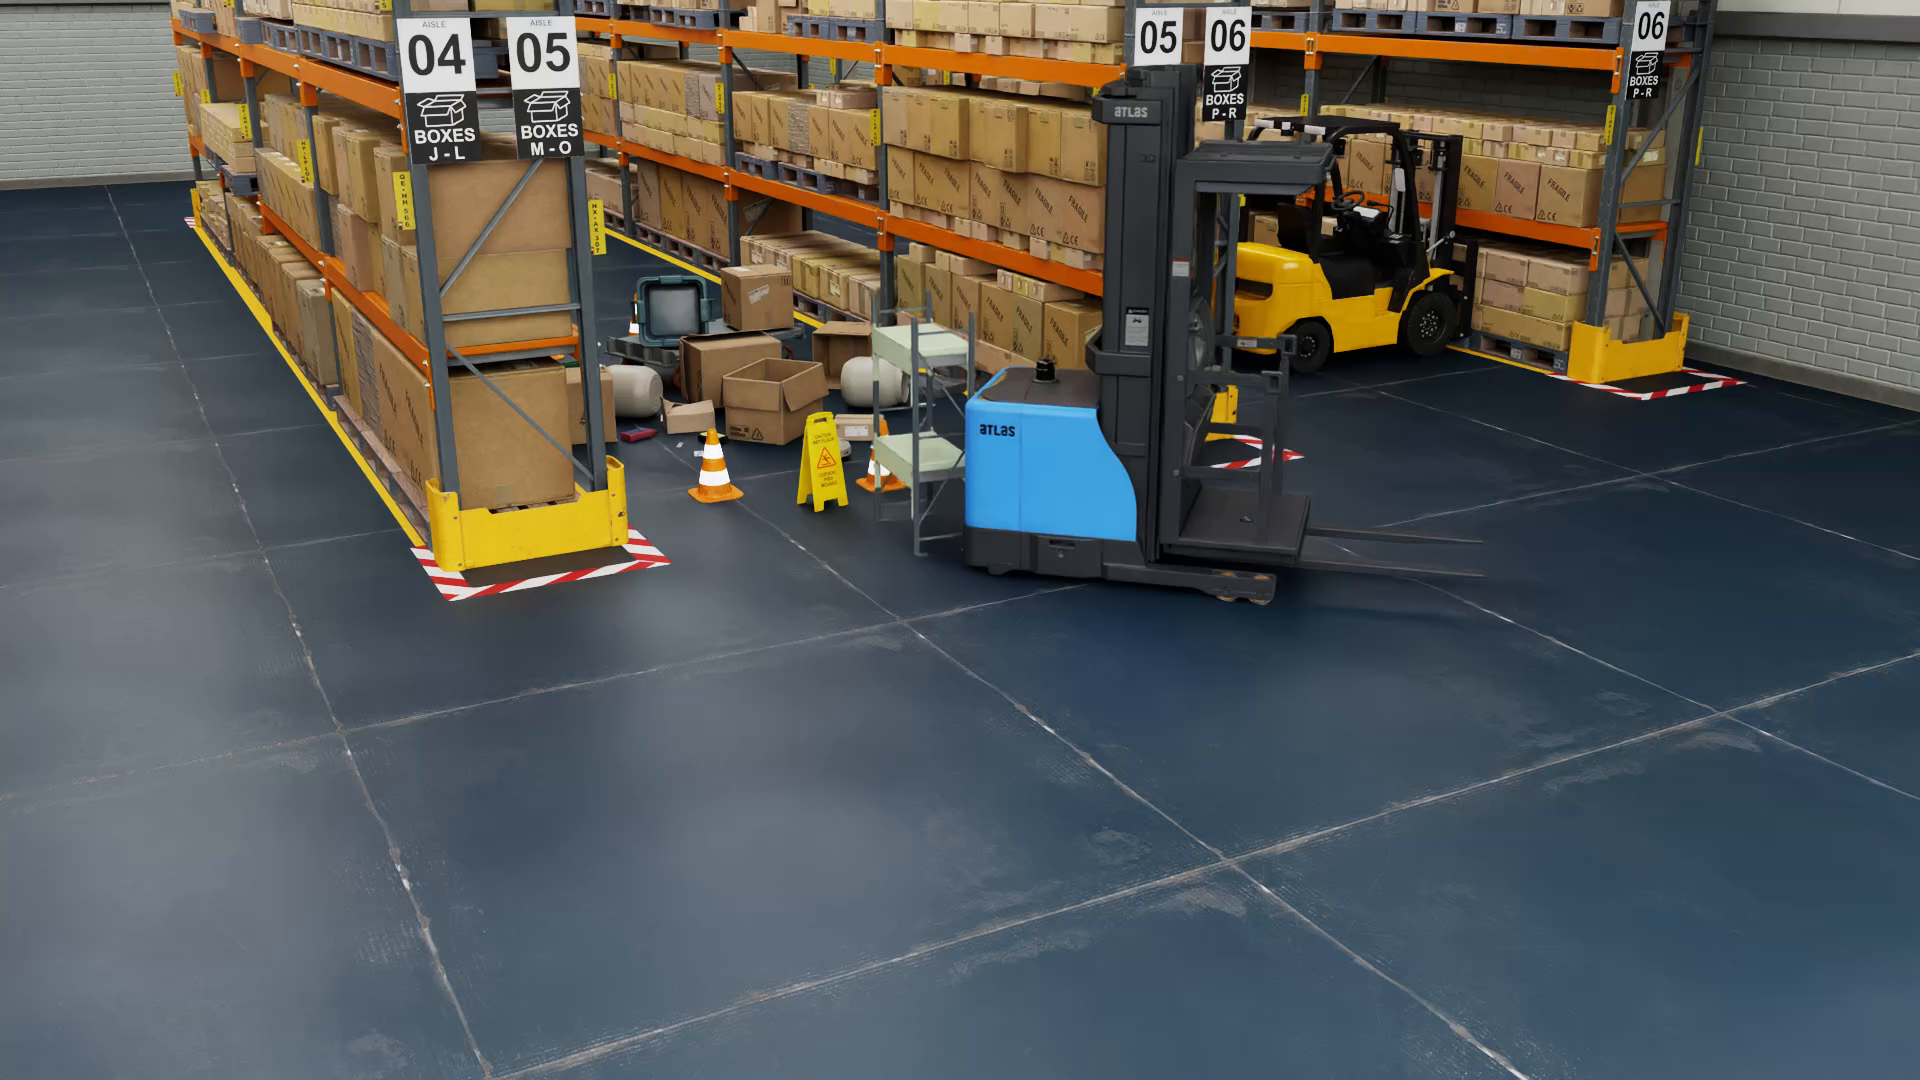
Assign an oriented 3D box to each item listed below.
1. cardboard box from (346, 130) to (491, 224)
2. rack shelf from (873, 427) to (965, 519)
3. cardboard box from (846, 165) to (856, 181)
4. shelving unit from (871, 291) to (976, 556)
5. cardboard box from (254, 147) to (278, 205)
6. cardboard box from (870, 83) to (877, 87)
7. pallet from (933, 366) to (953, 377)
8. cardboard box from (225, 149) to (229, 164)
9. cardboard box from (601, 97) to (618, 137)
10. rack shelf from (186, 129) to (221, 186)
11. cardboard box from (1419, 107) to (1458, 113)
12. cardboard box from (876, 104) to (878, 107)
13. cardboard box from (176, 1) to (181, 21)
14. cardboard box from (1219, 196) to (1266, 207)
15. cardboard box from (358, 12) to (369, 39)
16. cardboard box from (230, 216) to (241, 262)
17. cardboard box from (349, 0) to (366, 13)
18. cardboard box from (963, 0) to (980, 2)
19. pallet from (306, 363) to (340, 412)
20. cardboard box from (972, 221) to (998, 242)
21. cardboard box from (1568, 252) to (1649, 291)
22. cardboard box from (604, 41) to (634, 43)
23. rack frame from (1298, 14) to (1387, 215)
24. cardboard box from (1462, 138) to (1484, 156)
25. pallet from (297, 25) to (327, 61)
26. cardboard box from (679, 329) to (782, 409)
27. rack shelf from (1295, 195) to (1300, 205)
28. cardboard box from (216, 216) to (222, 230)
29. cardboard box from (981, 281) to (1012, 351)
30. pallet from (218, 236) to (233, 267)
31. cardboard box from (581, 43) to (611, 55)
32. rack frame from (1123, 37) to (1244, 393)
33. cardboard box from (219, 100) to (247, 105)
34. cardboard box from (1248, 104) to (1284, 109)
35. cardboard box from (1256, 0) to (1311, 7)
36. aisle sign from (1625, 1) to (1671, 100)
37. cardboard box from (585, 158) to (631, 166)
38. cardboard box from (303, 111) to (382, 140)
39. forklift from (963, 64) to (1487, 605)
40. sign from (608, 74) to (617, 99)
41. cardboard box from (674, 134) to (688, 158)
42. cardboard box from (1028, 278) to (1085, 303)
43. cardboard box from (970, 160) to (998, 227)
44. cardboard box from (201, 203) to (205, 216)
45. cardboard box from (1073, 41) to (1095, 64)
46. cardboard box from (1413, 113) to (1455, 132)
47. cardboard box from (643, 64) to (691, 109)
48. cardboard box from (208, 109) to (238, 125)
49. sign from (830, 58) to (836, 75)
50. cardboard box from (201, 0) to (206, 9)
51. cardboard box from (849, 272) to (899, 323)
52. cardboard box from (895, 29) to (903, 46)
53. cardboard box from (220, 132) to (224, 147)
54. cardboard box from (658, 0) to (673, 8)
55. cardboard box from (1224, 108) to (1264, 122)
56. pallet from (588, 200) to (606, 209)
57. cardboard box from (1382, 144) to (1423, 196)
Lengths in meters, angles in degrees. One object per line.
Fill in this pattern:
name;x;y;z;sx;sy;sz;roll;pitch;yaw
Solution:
cardboard box;-3.692;-2.514;11.432;0.875;0.550;0.500;-10;21;-27
rack shelf;-0.235;-0.437;10.597;0.431;0.370;0.720;-7;20;-20
cardboard box;-0.883;-3.570;16.119;0.380;0.149;0.250;-11;22;-28
shelving unit;-0.235;-0.745;10.491;0.431;1.500;0.755;-7;20;-20
cardboard box;-6.518;-3.536;16.126;0.500;0.500;0.500;-10;21;-26
cardboard box;-1.156;-7.129;26.467;0.500;0.250;0.500;-10;22;-28
pallet;0.064;-1.801;15.527;1.003;0.211;1.213;-10;21;-27
cardboard box;-7.486;-4.027;17.443;0.380;0.149;0.250;-10;22;-27
cardboard box;-4.530;-5.744;22.525;0.500;0.500;0.500;-10;21;-26
rack shelf;-9.343;-5.041;21.745;1.077;0.370;4.000;-10;21;-27
cardboard box;4.892;-4.311;16.924;0.380;0.149;0.250;-10;22;-28
cardboard box;-0.717;-4.160;16.834;0.500;0.500;0.500;-10;21;-27
cardboard box;-9.802;-6.836;21.476;0.500;0.250;0.500;-11;22;-28
cardboard box;3.103;-3.740;19.868;0.875;0.625;0.625;-11;22;-29
cardboard box;-3.392;-3.096;9.996;0.380;0.149;0.250;-10;21;-26
cardboard box;-8.275;-3.571;19.570;0.500;0.500;0.500;-9;21;-25
cardboard box;-3.410;-3.337;10.081;0.500;0.250;0.500;-10;21;-27
cardboard box;0.243;-4.476;13.569;0.380;0.149;0.250;-10;22;-27
pallet;-5.027;-1.402;14.372;1.003;0.211;1.213;-10;21;-27
cardboard box;0.325;-2.611;13.984;0.380;0.149;0.250;-10;21;-27
cardboard box;5.919;-2.467;15.220;0.500;0.250;0.500;-10;22;-27
cardboard box;-4.875;-7.070;23.840;0.380;0.149;0.250;-9;21;-25
rack frame;4.081;-4.076;17.846;1.000;3.000;0.127;-10;21;-27
cardboard box;4.938;-3.703;15.615;0.380;0.149;0.250;-10;21;-26
pallet;-4.215;-3.650;12.149;1.003;0.211;1.213;-10;21;-27
cardboard box;-1.900;-1.421;13.771;0.797;0.637;0.503;-10;21;-27
rack shelf;3.131;-4.310;19.627;1.077;0.370;4.000;-10;21;-27
cardboard box;-9.104;-3.990;20.866;0.380;0.149;0.250;-11;22;-29
cardboard box;0.520;-1.896;13.950;0.500;0.500;0.500;-11;22;-28
pallet;-8.743;-3.676;20.962;1.003;0.211;1.213;-10;21;-27
cardboard box;-5.062;-6.845;23.190;0.380;0.149;0.250;-10;22;-28
rack frame;1.614;-2.158;12.287;1.000;3.000;0.127;-10;21;-27
cardboard box;-8.871;-5.090;20.175;0.500;0.500;0.500;-10;21;-27
cardboard box;3.544;-4.939;19.197;0.380;0.149;0.250;-10;21;-27
cardboard box;3.523;-5.868;17.779;0.500;0.311;0.500;-11;22;-28
aisle sign;5.753;-4.093;13.908;0.394;0.787;0.004;-10;21;-27
cardboard box;-5.583;-5.565;25.443;0.875;0.438;0.875;-11;22;-28
cardboard box;-5.081;-3.320;13.967;0.700;0.500;0.500;-10;22;-28
forklift;1.590;-1.207;9.635;3.031;2.935;1.130;5;20;14
sign;-4.572;-5.963;21.866;0.100;0.325;0.005;-10;21;-27
cardboard box;-3.135;-4.780;20.115;0.500;0.250;0.500;-10;22;-27
cardboard box;0.770;-2.003;13.264;0.380;0.149;0.250;-9;21;-25
cardboard box;0.421;-2.896;13.817;0.500;0.500;0.500;-10;21;-26
cardboard box;-10.325;-4.606;23.109;0.380;0.149;0.250;-10;21;-26
cardboard box;1.051;-3.583;12.202;0.380;0.149;0.250;-10;21;-26
cardboard box;4.653;-4.076;16.241;0.380;0.149;0.250;-10;21;-27
cardboard box;-3.627;-5.666;20.767;0.500;0.500;0.500;-11;22;-28
cardboard box;-8.115;-4.685;18.440;0.380;0.149;0.250;-10;21;-27
sign;-2.095;-7.846;27.444;0.100;0.325;0.005;-10;21;-27
cardboard box;-8.310;-6.345;19.026;0.700;0.500;0.500;-10;21;-27
cardboard box;-0.537;-2.413;16.410;0.950;0.372;0.625;-10;21;-26
cardboard box;-0.354;-4.477;14.793;0.380;0.149;0.250;-10;22;-27
cardboard box;-7.619;-4.246;17.623;0.380;0.149;0.250;-10;21;-27
cardboard box;-3.277;-6.579;19.705;0.500;0.500;0.500;-10;21;-26
cardboard box;3.204;-4.783;18.748;0.380;0.149;0.250;-11;22;-28
pallet;-4.960;-4.866;24.409;1.003;0.211;1.213;-10;21;-27
cardboard box;4.565;-3.664;16.497;0.500;0.500;0.500;-10;22;-27
